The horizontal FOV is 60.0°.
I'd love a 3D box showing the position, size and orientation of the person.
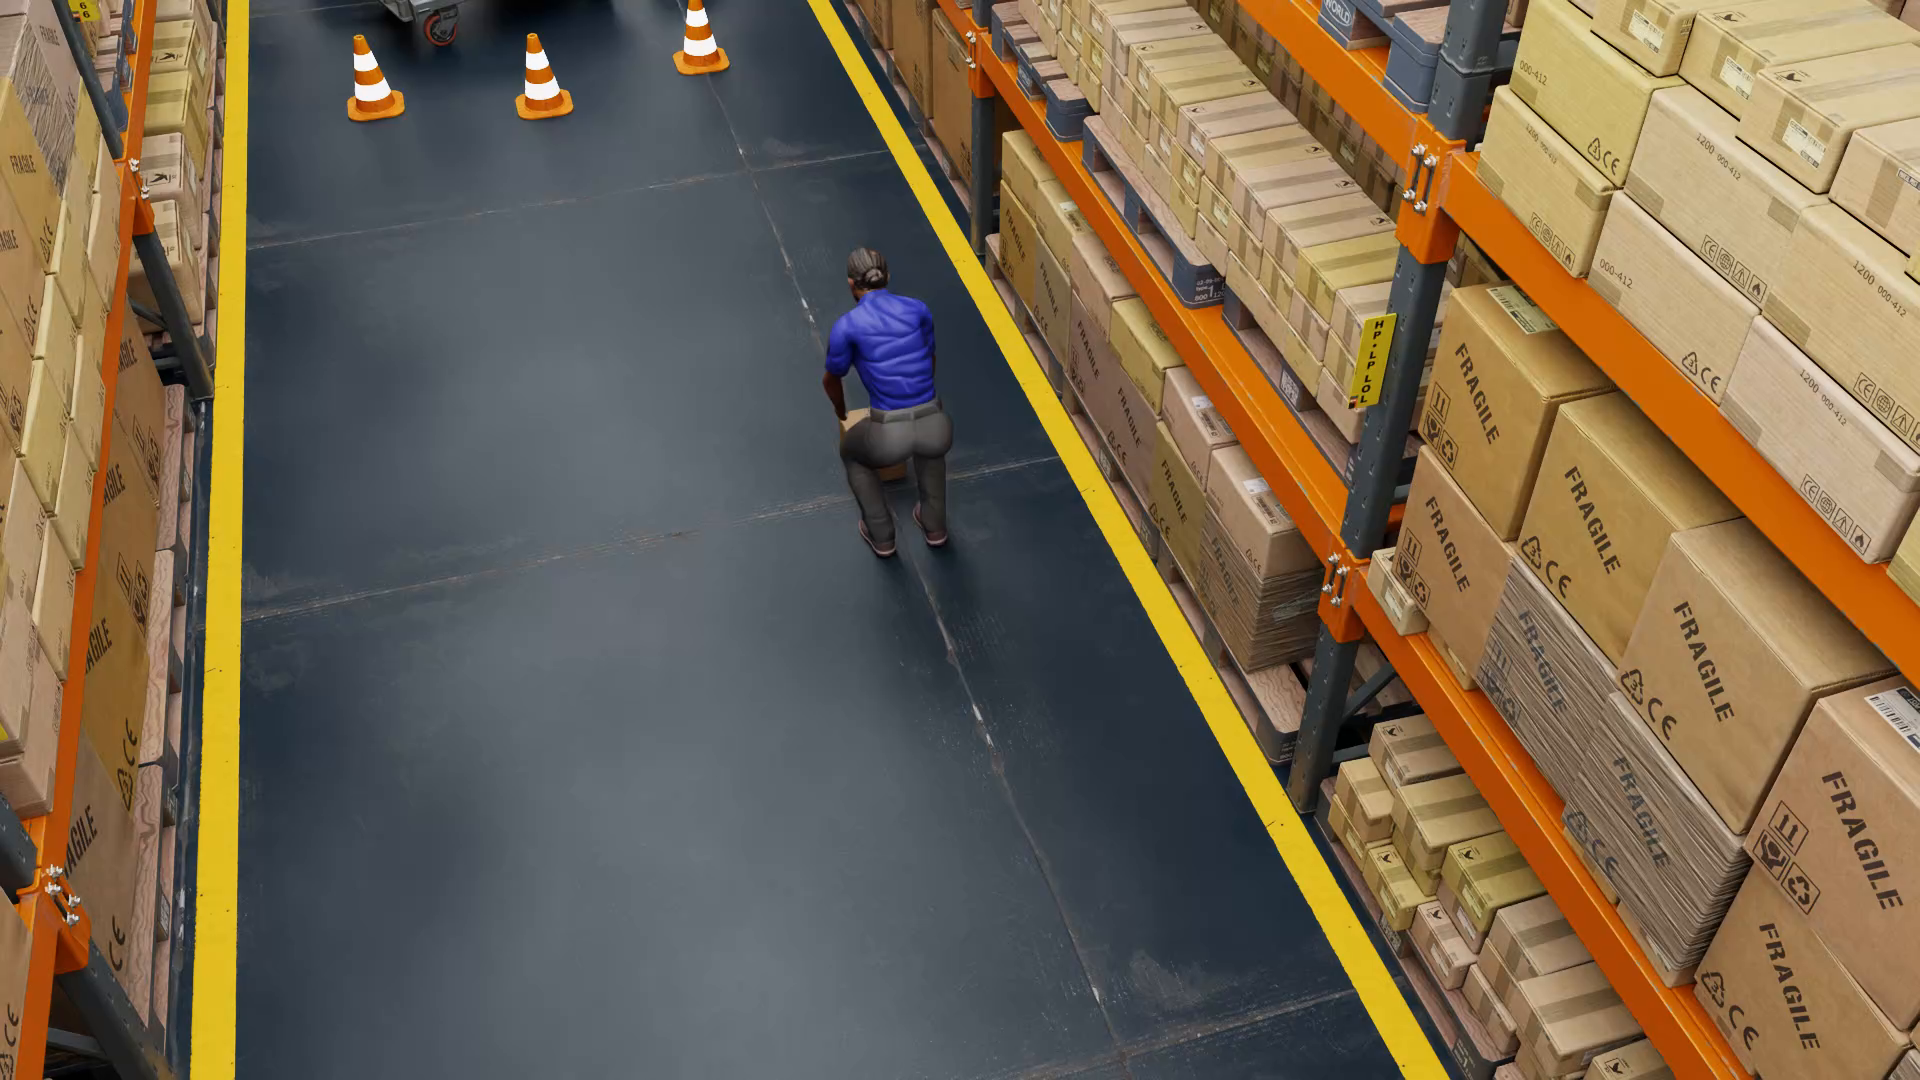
[{"bbox_3d":[-0.305,-0.536,7.019,0.497,1.303,0.669,-12,44,-13],"label":"person"}]
